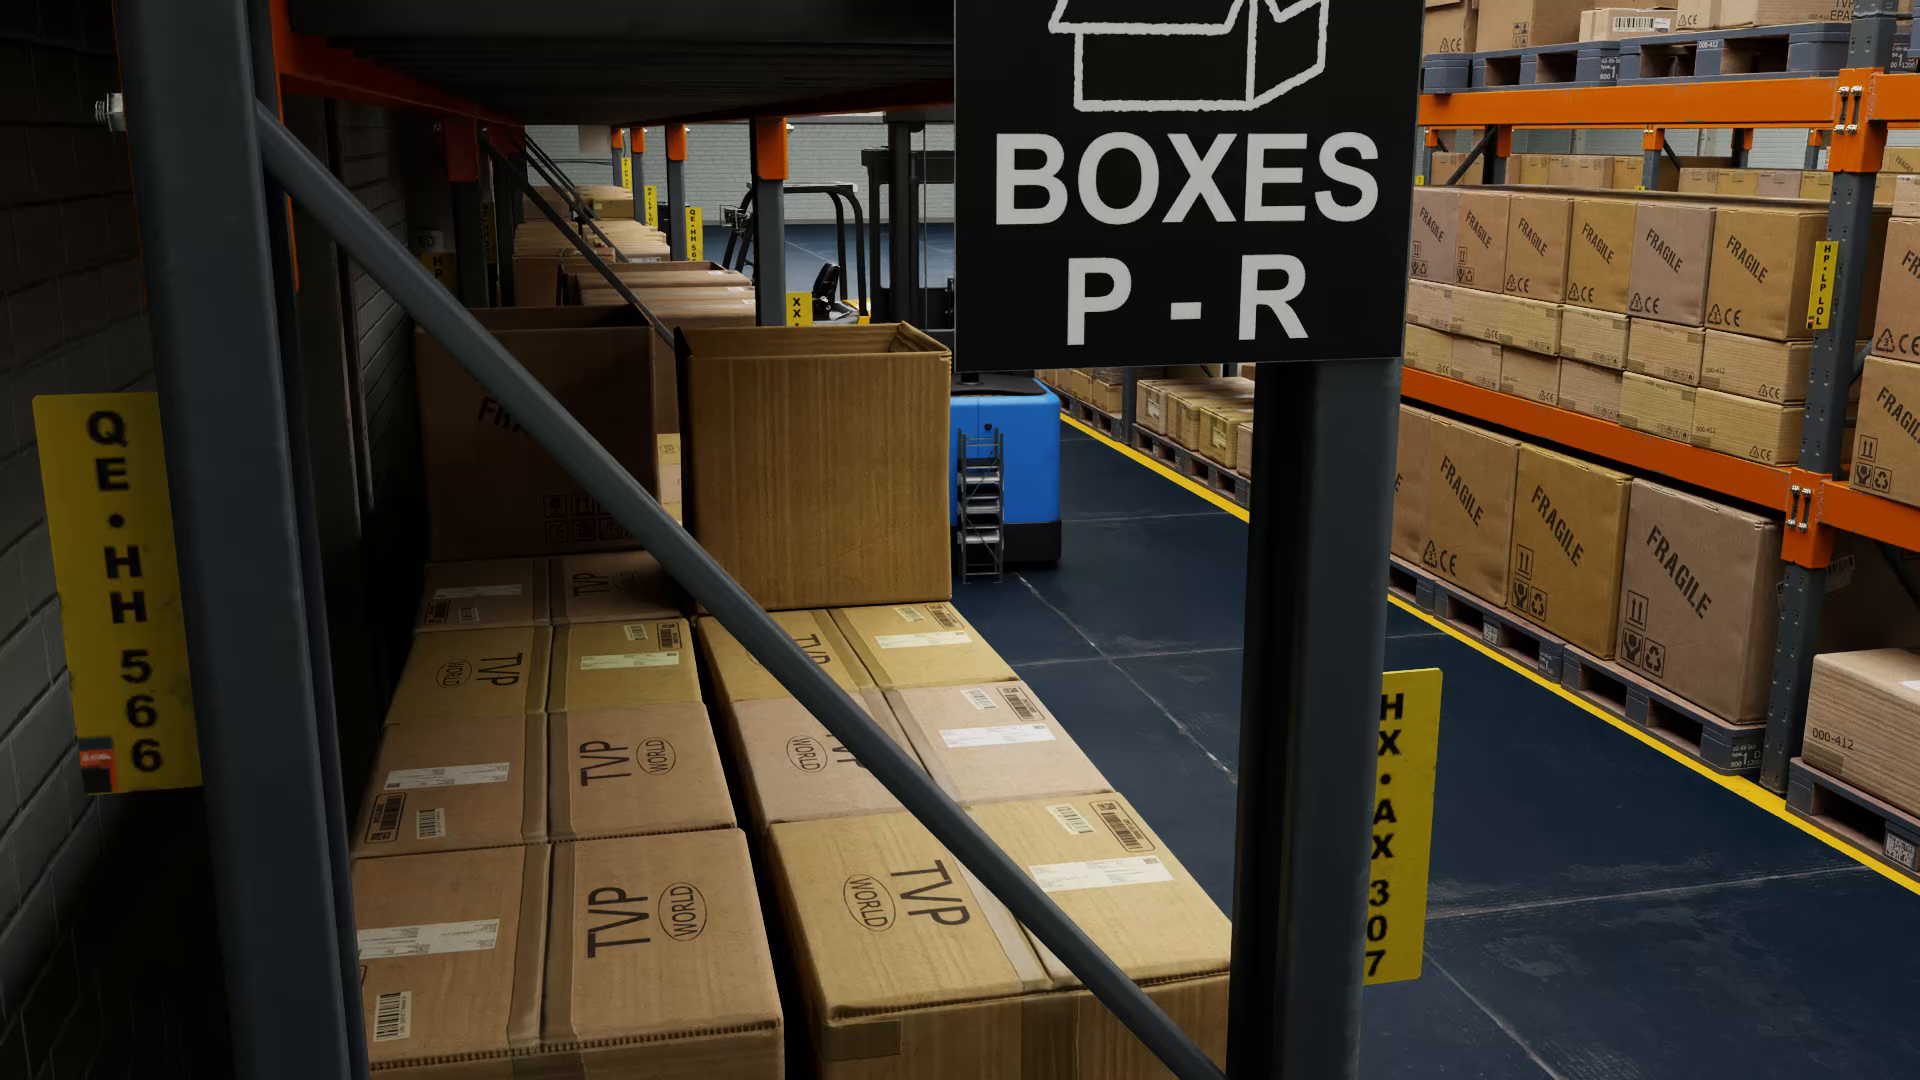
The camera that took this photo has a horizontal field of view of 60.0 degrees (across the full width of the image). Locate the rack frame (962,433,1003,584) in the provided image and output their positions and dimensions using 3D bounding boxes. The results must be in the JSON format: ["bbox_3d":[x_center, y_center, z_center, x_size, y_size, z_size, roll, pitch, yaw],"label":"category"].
[{"bbox_3d":[0.133,-0.179,9.763,0.240,0.900,0.006,-2,14,-7],"label":"rack frame"}]

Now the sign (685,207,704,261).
[{"bbox_3d":[-1.468,-1.667,9.158,0.100,0.325,0.005,-3,14,-13],"label":"sign"}]

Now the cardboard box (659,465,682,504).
[{"bbox_3d":[-0.565,-0.041,4.464,0.500,0.250,0.500,-3,14,-13],"label":"cardboard box"}]

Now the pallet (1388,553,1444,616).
[{"bbox_3d":[2.943,0.152,9.859,1.003,0.211,1.213,-3,14,-13],"label":"pallet"}]

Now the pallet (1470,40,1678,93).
[{"bbox_3d":[3.299,-2.350,8.305,1.003,0.211,1.213,-3,14,-11],"label":"pallet"}]

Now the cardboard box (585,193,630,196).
[{"bbox_3d":[-2.985,-2.869,14.146,0.380,0.149,0.250,-4,14,-14],"label":"cardboard box"}]

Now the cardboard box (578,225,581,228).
[{"bbox_3d":[-3.139,-2.552,14.843,0.500,0.500,0.500,-3,14,-13],"label":"cardboard box"}]

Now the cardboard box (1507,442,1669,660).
[{"bbox_3d":[3.327,0.016,8.133,0.875,0.875,0.875,-3,14,-12],"label":"cardboard box"}]

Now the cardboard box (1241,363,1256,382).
[{"bbox_3d":[2.962,-1.421,15.685,0.500,0.500,0.500,7,15,26],"label":"cardboard box"}]

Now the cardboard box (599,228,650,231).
[{"bbox_3d":[-2.361,-2.096,11.608,0.380,0.149,0.250,-4,14,-15],"label":"cardboard box"}]

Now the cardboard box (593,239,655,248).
[{"bbox_3d":[-2.093,-1.800,10.396,0.380,0.149,0.250,-3,14,-13],"label":"cardboard box"}]

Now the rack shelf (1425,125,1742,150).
[{"bbox_3d":[6.210,-4.179,16.909,1.077,0.370,4.000,-3,14,-13],"label":"rack shelf"}]

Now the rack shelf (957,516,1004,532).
[{"bbox_3d":[0.121,-0.083,9.890,0.258,0.077,0.200,-2,14,-7],"label":"rack shelf"}]

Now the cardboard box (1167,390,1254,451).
[{"bbox_3d":[2.189,-0.952,13.156,0.950,0.372,0.625,-2,14,-10],"label":"cardboard box"}]

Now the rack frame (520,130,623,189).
[{"bbox_3d":[-3.872,-2.956,16.708,1.000,3.000,0.127,-3,14,-13],"label":"rack frame"}]

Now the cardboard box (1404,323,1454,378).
[{"bbox_3d":[2.839,-1.071,9.307,0.500,0.250,0.500,-4,14,-15],"label":"cardboard box"}]

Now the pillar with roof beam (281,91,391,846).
[{"bbox_3d":[2.418,-3.131,4.784,9.100,9.000,0.400,-3,14,-13],"label":"pillar with roof beam"}]

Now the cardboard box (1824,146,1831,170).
[{"bbox_3d":[10.449,-4.323,19.357,0.500,0.500,0.500,-3,14,-13],"label":"cardboard box"}]

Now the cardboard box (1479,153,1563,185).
[{"bbox_3d":[6.008,-3.784,17.505,0.875,0.550,0.550,-3,14,-13],"label":"cardboard box"}]

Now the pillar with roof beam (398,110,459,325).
[{"bbox_3d":[1.009,-4.516,10.449,9.100,9.000,0.400,-3,14,-13],"label":"pillar with roof beam"}]

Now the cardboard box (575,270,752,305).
[{"bbox_3d":[-1.256,-0.865,7.053,0.700,0.500,0.500,-3,14,-13],"label":"cardboard box"}]

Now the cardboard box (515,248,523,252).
[{"bbox_3d":[-2.436,-1.592,9.547,0.380,0.149,0.250,-3,14,-12],"label":"cardboard box"}]

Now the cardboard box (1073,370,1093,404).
[{"bbox_3d":[1.357,-1.423,15.341,0.500,0.250,0.500,-4,14,-15],"label":"cardboard box"}]

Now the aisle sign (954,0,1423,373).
[{"bbox_3d":[0.187,-0.529,1.294,0.394,0.787,0.004,-3,14,-13],"label":"aisle sign"}]

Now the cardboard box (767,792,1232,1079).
[{"bbox_3d":[0.041,0.543,2.072,0.500,0.250,0.500,-3,14,-13],"label":"cardboard box"}]

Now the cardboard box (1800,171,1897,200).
[{"bbox_3d":[7.160,-2.679,13.254,0.700,0.500,0.500,-3,14,-14],"label":"cardboard box"}]

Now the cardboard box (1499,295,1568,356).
[{"bbox_3d":[3.042,-1.075,8.270,0.500,0.250,0.500,-3,14,-12],"label":"cardboard box"}]

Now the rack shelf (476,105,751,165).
[{"bbox_3d":[-1.523,-1.757,6.995,1.077,0.370,4.000,-3,14,-13],"label":"rack shelf"}]

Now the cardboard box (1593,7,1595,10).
[{"bbox_3d":[3.495,-2.686,8.679,0.396,0.266,0.258,-4,14,-15],"label":"cardboard box"}]

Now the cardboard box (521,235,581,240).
[{"bbox_3d":[-2.646,-1.891,10.771,0.380,0.149,0.250,-3,14,-12],"label":"cardboard box"}]

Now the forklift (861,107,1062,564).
[{"bbox_3d":[-0.078,-1.572,11.184,1.130,2.935,3.031,-2,14,-7],"label":"forklift"}]

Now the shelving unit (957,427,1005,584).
[{"bbox_3d":[0.121,-0.203,9.861,0.258,0.900,0.210,-2,14,-7],"label":"shelving unit"}]

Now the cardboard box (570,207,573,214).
[{"bbox_3d":[-3.872,-3.115,15.780,0.380,0.149,0.250,-4,14,-14],"label":"cardboard box"}]

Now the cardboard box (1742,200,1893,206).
[{"bbox_3d":[3.800,-1.233,7.337,0.500,0.500,0.500,-3,14,-14],"label":"cardboard box"}]

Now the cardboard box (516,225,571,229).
[{"bbox_3d":[-2.989,-2.182,11.960,0.380,0.149,0.250,-3,14,-13],"label":"cardboard box"}]

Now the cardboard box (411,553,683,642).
[{"bbox_3d":[-0.834,0.218,3.405,0.500,0.250,0.500,-3,14,-13],"label":"cardboard box"}]

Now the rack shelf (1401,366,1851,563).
[{"bbox_3d":[3.301,-0.578,8.486,1.077,0.370,4.000,-3,14,-13],"label":"rack shelf"}]

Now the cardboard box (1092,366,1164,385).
[{"bbox_3d":[1.492,-1.665,14.752,0.500,0.500,0.500,-3,14,-14],"label":"cardboard box"}]

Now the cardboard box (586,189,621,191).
[{"bbox_3d":[-3.252,-3.164,15.354,0.380,0.149,0.250,-3,14,-12],"label":"cardboard box"}]

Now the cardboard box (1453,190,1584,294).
[{"bbox_3d":[2.941,-1.561,8.679,0.500,0.500,0.500,-3,14,-12],"label":"cardboard box"}]

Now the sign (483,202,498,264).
[{"bbox_3d":[-2.532,-1.642,8.886,0.100,0.325,0.005,-3,14,-13],"label":"sign"}]

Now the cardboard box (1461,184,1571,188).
[{"bbox_3d":[3.207,-1.818,9.731,0.500,0.500,0.500,-4,14,-15],"label":"cardboard box"}]

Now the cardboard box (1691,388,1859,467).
[{"bbox_3d":[3.420,-0.482,6.896,0.500,0.250,0.500,-4,14,-15],"label":"cardboard box"}]

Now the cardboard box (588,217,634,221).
[{"bbox_3d":[-2.752,-2.485,13.203,0.380,0.149,0.250,-4,14,-14],"label":"cardboard box"}]

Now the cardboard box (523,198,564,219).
[{"bbox_3d":[-3.301,-2.599,13.039,0.380,0.149,0.250,-3,14,-13],"label":"cardboard box"}]

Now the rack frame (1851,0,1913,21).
[{"bbox_3d":[3.770,-3.380,5.801,1.000,3.000,0.127,-3,14,-13],"label":"rack frame"}]
